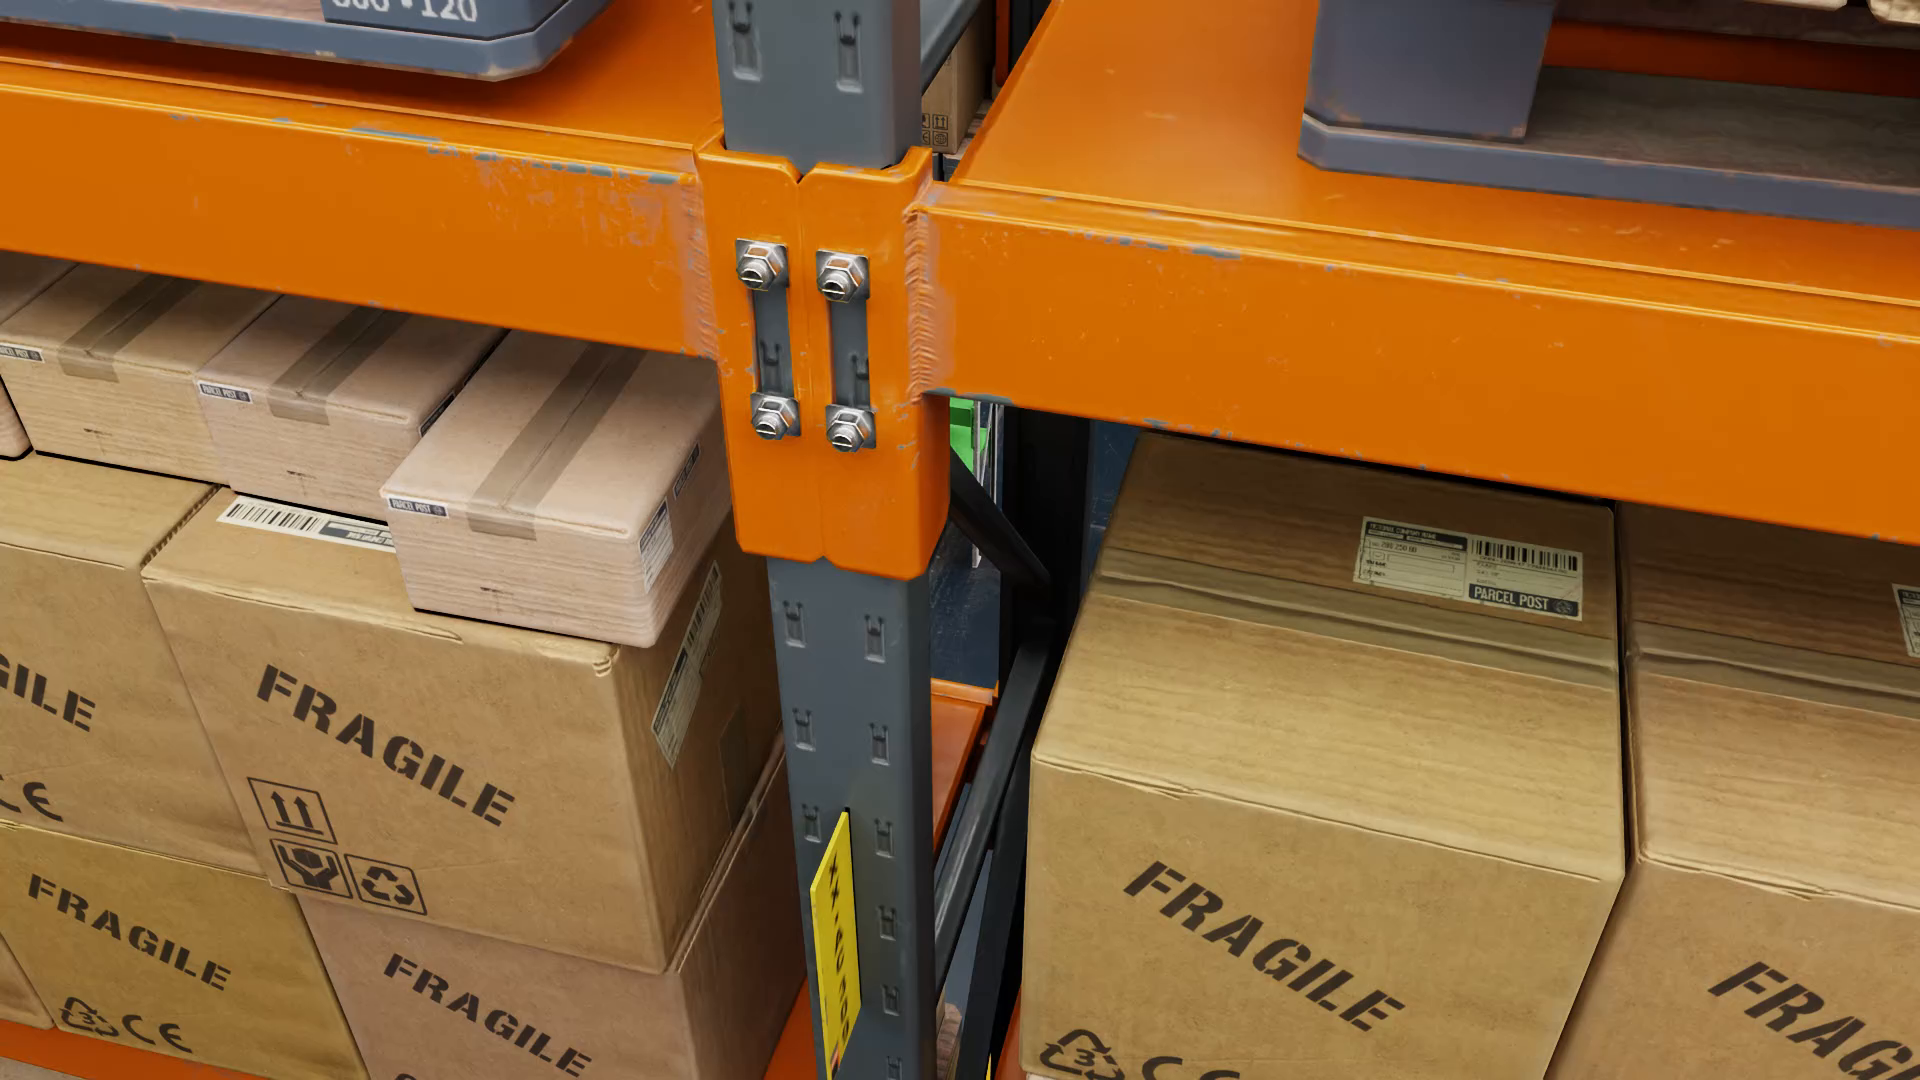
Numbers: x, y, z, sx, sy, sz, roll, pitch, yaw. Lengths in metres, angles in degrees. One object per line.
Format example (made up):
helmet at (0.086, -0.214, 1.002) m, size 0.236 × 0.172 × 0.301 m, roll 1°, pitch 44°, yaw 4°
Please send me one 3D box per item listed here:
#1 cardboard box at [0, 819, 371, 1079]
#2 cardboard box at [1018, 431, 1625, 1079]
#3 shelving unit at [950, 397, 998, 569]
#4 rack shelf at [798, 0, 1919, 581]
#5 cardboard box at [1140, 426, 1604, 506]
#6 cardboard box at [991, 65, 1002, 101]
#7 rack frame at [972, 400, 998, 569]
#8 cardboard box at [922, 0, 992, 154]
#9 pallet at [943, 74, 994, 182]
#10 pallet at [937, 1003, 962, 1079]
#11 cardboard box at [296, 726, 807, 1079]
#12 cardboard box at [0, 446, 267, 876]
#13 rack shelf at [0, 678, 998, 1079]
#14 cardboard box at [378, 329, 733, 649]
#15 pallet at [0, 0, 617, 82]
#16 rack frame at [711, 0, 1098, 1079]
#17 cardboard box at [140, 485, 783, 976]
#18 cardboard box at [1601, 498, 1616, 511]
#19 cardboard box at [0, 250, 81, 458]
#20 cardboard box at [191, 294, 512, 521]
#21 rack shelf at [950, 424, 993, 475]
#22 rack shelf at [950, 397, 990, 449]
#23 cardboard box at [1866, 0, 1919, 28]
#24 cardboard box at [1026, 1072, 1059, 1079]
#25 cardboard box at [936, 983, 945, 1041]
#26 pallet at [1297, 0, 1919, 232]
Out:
cardboard box at (-0.995, 0.396, 2.368) m, size 0.500 × 0.500 × 0.500 m, roll 9°, pitch 41°, yaw 10°
cardboard box at (0.369, 0.266, 1.746) m, size 0.500 × 0.500 × 0.500 m, roll 10°, pitch 41°, yaw 12°
shelving unit at (-0.160, -0.487, 4.897) m, size 0.503 × 1.200 × 0.258 m, roll 10°, pitch 41°, yaw 11°
rack shelf at (1.950, -0.106, 1.270) m, size 4.000 × 0.370 × 1.077 m, roll 10°, pitch 41°, yaw 11°
cardboard box at (0.514, -0.068, 2.143) m, size 0.500 × 0.500 × 0.500 m, roll 11°, pitch 41°, yaw 13°
cardboard box at (0.301, -2.047, 7.245) m, size 0.250 × 0.149 × 0.380 m, roll 9°, pitch 41°, yaw 11°
rack frame at (0.076, -0.446, 4.849) m, size 0.015 × 1.200 × 0.240 m, roll 10°, pitch 41°, yaw 11°
cardboard box at (-0.182, -2.018, 6.938) m, size 0.500 × 0.500 × 0.700 m, roll 8°, pitch 41°, yaw 10°
pallet at (0.634, -1.696, 7.106) m, size 1.213 × 0.211 × 1.003 m, roll 10°, pitch 41°, yaw 11°
pallet at (-0.696, 1.328, 3.505) m, size 1.213 × 0.211 × 1.003 m, roll 10°, pitch 41°, yaw 11°
cardboard box at (-0.496, 0.478, 2.270) m, size 0.500 × 0.500 × 0.500 m, roll 10°, pitch 41°, yaw 12°
cardboard box at (-0.997, 0.018, 2.041) m, size 0.500 × 0.500 × 0.500 m, roll 9°, pitch 41°, yaw 11°
rack shelf at (-1.914, 0.378, 3.027) m, size 4.000 × 0.370 × 1.077 m, roll 10°, pitch 41°, yaw 11°
cardboard box at (4.248, -0.270, 3.668) m, size 8.416 × 2.449 × 5.789 m, roll 9°, pitch 41°, yaw 11°
pallet at (-0.770, -0.822, 1.633) m, size 1.213 × 0.211 × 1.003 m, roll 10°, pitch 41°, yaw 11°
rack frame at (0.019, 0.433, 2.402) m, size 0.053 × 2.616 × 0.949 m, roll 10°, pitch 41°, yaw 11°
cardboard box at (-0.509, 0.107, 1.935) m, size 0.500 × 0.500 × 0.500 m, roll 9°, pitch 41°, yaw 11°
cardboard box at (1.016, 0.014, 2.046) m, size 0.500 × 0.500 × 0.500 m, roll 11°, pitch 41°, yaw 12°
cardboard box at (-1.076, -0.278, 1.889) m, size 0.250 × 0.149 × 0.380 m, roll 9°, pitch 41°, yaw 11°
cardboard box at (-0.589, -0.199, 1.795) m, size 0.250 × 0.149 × 0.380 m, roll 11°, pitch 41°, yaw 12°
rack shelf at (-0.160, -0.254, 5.092) m, size 0.480 × 0.148 × 0.258 m, roll 10°, pitch 41°, yaw 11°
rack shelf at (-0.160, -0.438, 4.938) m, size 0.480 × 0.148 × 0.258 m, roll 10°, pitch 41°, yaw 11°
cardboard box at (0.794, -0.586, 0.879) m, size 0.500 × 0.500 × 0.500 m, roll 9°, pitch 41°, yaw 11°
cardboard box at (0.370, 0.549, 1.991) m, size 0.500 × 0.250 × 0.500 m, roll 9°, pitch 41°, yaw 10°
cardboard box at (-0.561, 1.084, 3.292) m, size 0.875 × 0.438 × 0.875 m, roll 9°, pitch 41°, yaw 11°
pallet at (0.916, -0.519, 1.351) m, size 1.217 × 0.209 × 0.805 m, roll 8°, pitch 41°, yaw 10°
